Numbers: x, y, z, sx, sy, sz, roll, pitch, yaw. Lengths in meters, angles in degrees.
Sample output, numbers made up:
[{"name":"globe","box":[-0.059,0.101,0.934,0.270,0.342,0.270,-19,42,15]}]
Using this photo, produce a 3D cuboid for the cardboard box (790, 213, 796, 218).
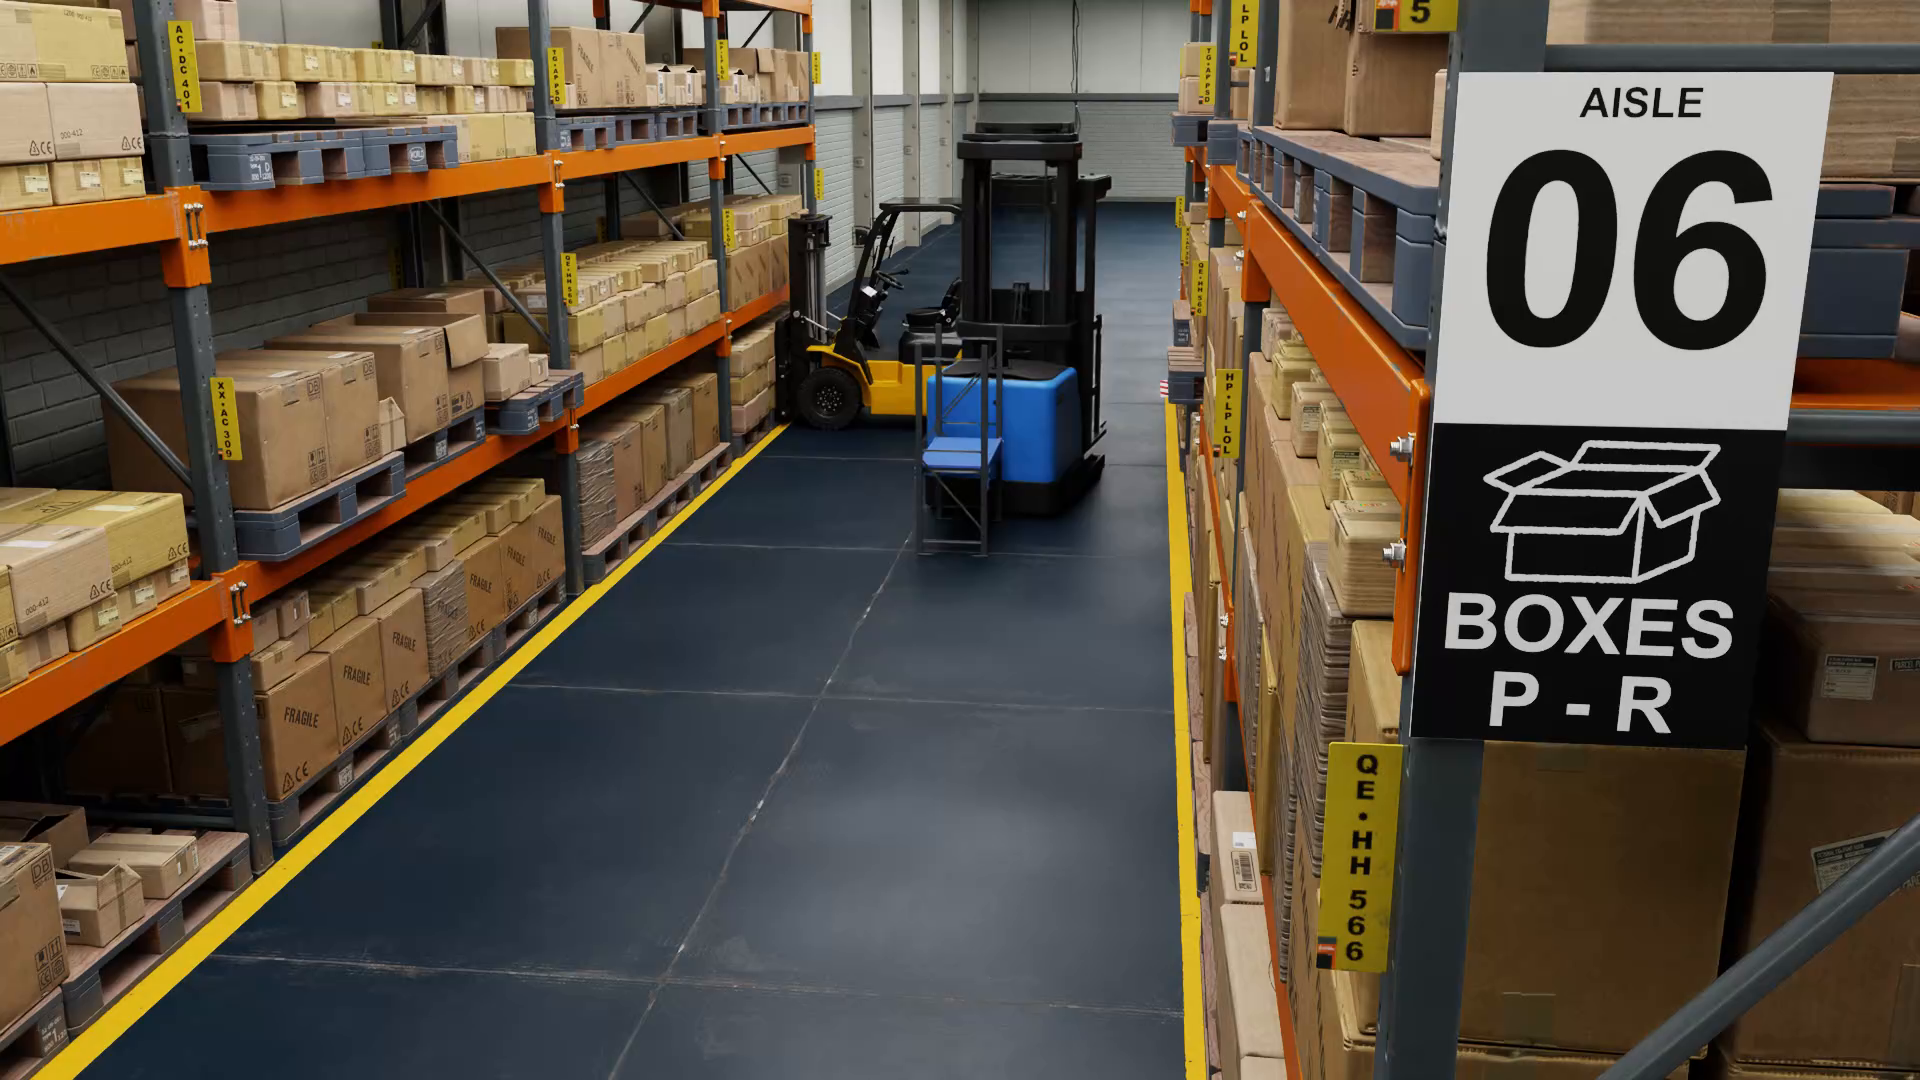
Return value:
[{"name":"cardboard box","box":[-1.912,-3.312,17.230,0.380,0.149,0.250,2,15,7]}]

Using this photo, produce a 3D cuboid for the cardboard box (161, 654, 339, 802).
[{"name":"cardboard box","box":[-3.137,0.816,7.383,0.500,0.500,0.500,2,15,9]}]

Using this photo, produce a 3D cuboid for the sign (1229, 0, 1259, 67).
[{"name":"sign","box":[0.977,-1.787,5.684,0.100,0.325,0.005,2,15,6]}]

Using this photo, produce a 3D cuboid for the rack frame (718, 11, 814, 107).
[{"name":"rack frame","box":[-2.062,-6.078,17.399,1.000,3.000,0.127,2,15,6]}]

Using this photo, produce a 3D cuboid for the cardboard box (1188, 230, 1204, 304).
[{"name":"cardboard box","box":[1.956,-2.023,12.330,0.500,0.500,0.500,2,15,6]}]

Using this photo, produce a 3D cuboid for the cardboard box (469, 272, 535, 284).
[{"name":"cardboard box","box":[-3.162,-1.761,11.493,0.380,0.149,0.250,1,15,5]}]

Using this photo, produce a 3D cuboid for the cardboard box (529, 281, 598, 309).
[{"name":"cardboard box","box":[-2.607,-1.611,10.941,0.380,0.149,0.250,2,15,7]}]

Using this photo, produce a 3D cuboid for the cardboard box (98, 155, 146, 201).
[{"name":"cardboard box","box":[-3.163,-1.294,5.936,0.380,0.149,0.250,2,15,6]}]

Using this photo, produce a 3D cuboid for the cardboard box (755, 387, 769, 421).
[{"name":"cardboard box","box":[-2.087,-1.267,15.566,0.500,0.250,0.500,1,15,5]}]

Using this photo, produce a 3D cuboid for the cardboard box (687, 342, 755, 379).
[{"name":"cardboard box","box":[-2.147,-1.618,14.949,0.500,0.250,0.500,1,15,5]}]

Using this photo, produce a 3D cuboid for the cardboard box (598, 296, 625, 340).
[{"name":"cardboard box","box":[-2.614,-1.513,11.342,0.500,0.250,0.500,2,15,8]}]

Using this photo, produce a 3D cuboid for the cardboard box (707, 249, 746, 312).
[{"name":"cardboard box","box":[-2.203,-2.300,14.729,0.500,0.500,0.500,1,15,5]}]

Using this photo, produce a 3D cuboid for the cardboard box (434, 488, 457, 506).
[{"name":"cardboard box","box":[-3.333,-0.290,10.229,0.380,0.149,0.250,2,15,9]}]

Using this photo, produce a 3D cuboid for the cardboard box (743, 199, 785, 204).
[{"name":"cardboard box","box":[-1.994,-3.392,16.954,0.380,0.149,0.250,2,15,7]}]

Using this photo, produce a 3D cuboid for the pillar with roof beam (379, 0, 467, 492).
[{"name":"pillar with roof beam","box":[0.565,-4.241,10.605,9.100,9.000,0.400,2,15,6]}]

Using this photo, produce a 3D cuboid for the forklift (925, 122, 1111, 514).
[{"name":"forklift","box":[0.617,-1.954,13.773,1.130,2.935,3.031,4,16,15]}]

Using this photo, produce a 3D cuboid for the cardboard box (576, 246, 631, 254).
[{"name":"cardboard box","box":[-2.877,-2.288,13.443,0.380,0.149,0.250,2,15,6]}]

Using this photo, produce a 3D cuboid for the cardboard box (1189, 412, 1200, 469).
[{"name":"cardboard box","box":[2.363,-0.797,13.593,0.950,0.372,0.625,2,15,7]}]

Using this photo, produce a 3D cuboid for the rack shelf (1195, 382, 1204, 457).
[{"name":"rack shelf","box":[2.194,-1.133,11.984,1.077,0.370,4.000,2,15,6]}]

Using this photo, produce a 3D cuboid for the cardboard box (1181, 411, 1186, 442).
[{"name":"cardboard box","box":[2.219,-1.036,14.709,0.500,0.250,0.500,2,15,9]}]

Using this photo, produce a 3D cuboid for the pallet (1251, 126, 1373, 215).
[{"name":"pallet","box":[1.414,-1.117,4.971,1.003,0.211,1.213,2,15,6]}]

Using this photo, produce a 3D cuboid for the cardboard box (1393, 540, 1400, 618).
[{"name":"cardboard box","box":[0.912,0.104,2.682,0.380,0.149,0.250,2,15,7]}]

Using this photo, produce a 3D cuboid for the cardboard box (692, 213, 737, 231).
[{"name":"cardboard box","box":[-2.223,-2.860,14.988,0.380,0.149,0.250,1,15,5]}]

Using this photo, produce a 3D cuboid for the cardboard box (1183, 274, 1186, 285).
[{"name":"cardboard box","box":[2.428,-2.636,16.647,0.380,0.149,0.250,2,15,7]}]

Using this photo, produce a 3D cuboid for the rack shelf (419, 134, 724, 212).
[{"name":"rack shelf","box":[-2.739,-2.726,12.129,1.077,0.370,4.000,2,15,6]}]

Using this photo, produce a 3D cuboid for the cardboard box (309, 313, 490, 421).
[{"name":"cardboard box","box":[-2.965,-0.931,8.854,0.797,0.503,0.637,1,15,5]}]

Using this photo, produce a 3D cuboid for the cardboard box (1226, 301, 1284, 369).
[{"name":"cardboard box","box":[1.369,-0.713,6.944,0.500,0.500,0.500,2,15,7]}]

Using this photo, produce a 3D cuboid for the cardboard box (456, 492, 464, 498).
[{"name":"cardboard box","box":[-3.290,-0.002,10.406,0.500,0.500,0.500,2,15,8]}]

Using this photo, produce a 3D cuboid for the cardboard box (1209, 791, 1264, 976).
[{"name":"cardboard box","box":[1.339,1.270,5.824,0.875,0.438,0.875,1,15,5]}]

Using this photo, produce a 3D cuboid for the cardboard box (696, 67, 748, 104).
[{"name":"cardboard box","box":[-2.177,-4.009,14.669,0.500,0.311,0.500,2,15,7]}]

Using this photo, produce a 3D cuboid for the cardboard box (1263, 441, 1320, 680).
[{"name":"cardboard box","box":[1.031,0.055,4.103,0.500,0.500,0.500,2,15,6]}]

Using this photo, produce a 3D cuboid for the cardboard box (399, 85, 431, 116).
[{"name":"cardboard box","box":[-2.936,-2.243,8.487,0.380,0.149,0.250,2,15,8]}]

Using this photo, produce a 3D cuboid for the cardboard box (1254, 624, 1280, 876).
[{"name":"cardboard box","box":[1.022,0.534,4.247,0.500,0.500,0.500,2,15,8]}]

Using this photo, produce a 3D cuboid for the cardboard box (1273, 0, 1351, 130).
[{"name":"cardboard box","box":[1.242,-1.525,5.121,0.500,0.500,0.500,2,15,7]}]

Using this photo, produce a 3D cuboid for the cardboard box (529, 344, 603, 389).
[{"name":"cardboard box","box":[-2.671,-1.142,10.927,0.500,0.250,0.500,2,15,6]}]

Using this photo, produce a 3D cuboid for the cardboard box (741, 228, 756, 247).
[{"name":"cardboard box","box":[-2.085,-2.778,15.255,0.380,0.149,0.250,2,15,7]}]

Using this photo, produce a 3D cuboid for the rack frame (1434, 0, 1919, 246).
[{"name":"rack frame","box":[1.065,-1.783,1.515,1.000,3.000,0.127,2,15,6]}]

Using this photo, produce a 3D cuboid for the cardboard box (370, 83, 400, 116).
[{"name":"cardboard box","box":[-2.836,-2.043,7.711,0.380,0.149,0.250,2,15,8]}]

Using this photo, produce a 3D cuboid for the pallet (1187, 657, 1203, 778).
[{"name":"pallet","box":[1.664,0.902,8.420,1.003,0.211,1.213,2,15,6]}]

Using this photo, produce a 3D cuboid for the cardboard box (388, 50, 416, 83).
[{"name":"cardboard box","box":[-2.831,-2.256,7.929,0.380,0.149,0.250,2,15,7]}]

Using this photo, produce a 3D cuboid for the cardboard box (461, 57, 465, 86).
[{"name":"cardboard box","box":[-2.894,-2.520,8.943,0.380,0.149,0.250,1,15,5]}]

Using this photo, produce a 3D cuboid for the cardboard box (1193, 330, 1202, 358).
[{"name":"cardboard box","box":[1.714,-1.273,10.801,0.380,0.149,0.250,2,15,6]}]

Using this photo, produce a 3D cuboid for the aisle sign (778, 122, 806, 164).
[{"name":"aisle sign","box":[-1.762,-4.445,17.874,0.394,0.787,0.004,2,15,6]}]

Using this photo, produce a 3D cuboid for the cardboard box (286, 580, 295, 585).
[{"name":"cardboard box","box":[-3.530,0.249,8.237,0.380,0.149,0.250,2,15,8]}]

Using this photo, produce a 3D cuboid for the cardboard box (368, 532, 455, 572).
[{"name":"cardboard box","box":[-2.946,0.063,8.925,0.380,0.149,0.250,1,15,4]}]

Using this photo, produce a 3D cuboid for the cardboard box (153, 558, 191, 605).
[{"name":"cardboard box","box":[-3.201,0.142,6.371,0.380,0.149,0.250,2,15,7]}]

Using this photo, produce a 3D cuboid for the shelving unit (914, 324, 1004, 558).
[{"name":"shelving unit","box":[0.005,-0.743,12.036,0.538,1.500,1.048,2,15,7]}]

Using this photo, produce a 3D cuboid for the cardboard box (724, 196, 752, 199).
[{"name":"cardboard box","box":[-2.404,-3.539,17.498,0.380,0.149,0.250,2,15,8]}]

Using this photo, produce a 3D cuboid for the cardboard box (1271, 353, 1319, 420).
[{"name":"cardboard box","box":[1.076,-0.429,4.651,0.380,0.149,0.250,1,15,5]}]

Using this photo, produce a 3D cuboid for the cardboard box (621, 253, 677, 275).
[{"name":"cardboard box","box":[-2.412,-2.143,12.906,0.380,0.149,0.250,1,15,5]}]

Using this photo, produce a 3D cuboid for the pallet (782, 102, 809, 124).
[{"name":"pallet","box":[-2.167,-4.404,17.126,1.003,0.211,1.213,2,15,6]}]

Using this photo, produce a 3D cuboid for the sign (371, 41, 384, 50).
[{"name":"sign","box":[-3.515,-2.861,10.107,0.100,0.325,0.005,2,15,6]}]

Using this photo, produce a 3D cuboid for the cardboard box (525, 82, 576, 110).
[{"name":"cardboard box","box":[-2.623,-2.774,10.381,0.380,0.166,0.250,2,15,6]}]

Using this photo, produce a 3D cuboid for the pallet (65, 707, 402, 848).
[{"name":"pallet","box":[-3.361,1.065,7.820,1.003,0.211,1.213,2,15,6]}]

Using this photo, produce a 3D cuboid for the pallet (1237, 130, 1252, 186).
[{"name":"pallet","box":[1.571,-1.519,6.653,0.805,0.209,1.217,1,15,4]}]

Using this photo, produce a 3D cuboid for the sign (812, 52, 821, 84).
[{"name":"sign","box":[-1.524,-4.999,17.613,0.100,0.325,0.005,2,15,6]}]

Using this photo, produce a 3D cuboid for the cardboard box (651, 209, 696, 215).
[{"name":"cardboard box","box":[-2.676,-3.007,15.533,0.380,0.149,0.250,1,15,5]}]

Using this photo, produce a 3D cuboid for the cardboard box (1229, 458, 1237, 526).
[{"name":"cardboard box","box":[1.325,-0.215,6.538,0.500,0.250,0.500,2,15,6]}]
